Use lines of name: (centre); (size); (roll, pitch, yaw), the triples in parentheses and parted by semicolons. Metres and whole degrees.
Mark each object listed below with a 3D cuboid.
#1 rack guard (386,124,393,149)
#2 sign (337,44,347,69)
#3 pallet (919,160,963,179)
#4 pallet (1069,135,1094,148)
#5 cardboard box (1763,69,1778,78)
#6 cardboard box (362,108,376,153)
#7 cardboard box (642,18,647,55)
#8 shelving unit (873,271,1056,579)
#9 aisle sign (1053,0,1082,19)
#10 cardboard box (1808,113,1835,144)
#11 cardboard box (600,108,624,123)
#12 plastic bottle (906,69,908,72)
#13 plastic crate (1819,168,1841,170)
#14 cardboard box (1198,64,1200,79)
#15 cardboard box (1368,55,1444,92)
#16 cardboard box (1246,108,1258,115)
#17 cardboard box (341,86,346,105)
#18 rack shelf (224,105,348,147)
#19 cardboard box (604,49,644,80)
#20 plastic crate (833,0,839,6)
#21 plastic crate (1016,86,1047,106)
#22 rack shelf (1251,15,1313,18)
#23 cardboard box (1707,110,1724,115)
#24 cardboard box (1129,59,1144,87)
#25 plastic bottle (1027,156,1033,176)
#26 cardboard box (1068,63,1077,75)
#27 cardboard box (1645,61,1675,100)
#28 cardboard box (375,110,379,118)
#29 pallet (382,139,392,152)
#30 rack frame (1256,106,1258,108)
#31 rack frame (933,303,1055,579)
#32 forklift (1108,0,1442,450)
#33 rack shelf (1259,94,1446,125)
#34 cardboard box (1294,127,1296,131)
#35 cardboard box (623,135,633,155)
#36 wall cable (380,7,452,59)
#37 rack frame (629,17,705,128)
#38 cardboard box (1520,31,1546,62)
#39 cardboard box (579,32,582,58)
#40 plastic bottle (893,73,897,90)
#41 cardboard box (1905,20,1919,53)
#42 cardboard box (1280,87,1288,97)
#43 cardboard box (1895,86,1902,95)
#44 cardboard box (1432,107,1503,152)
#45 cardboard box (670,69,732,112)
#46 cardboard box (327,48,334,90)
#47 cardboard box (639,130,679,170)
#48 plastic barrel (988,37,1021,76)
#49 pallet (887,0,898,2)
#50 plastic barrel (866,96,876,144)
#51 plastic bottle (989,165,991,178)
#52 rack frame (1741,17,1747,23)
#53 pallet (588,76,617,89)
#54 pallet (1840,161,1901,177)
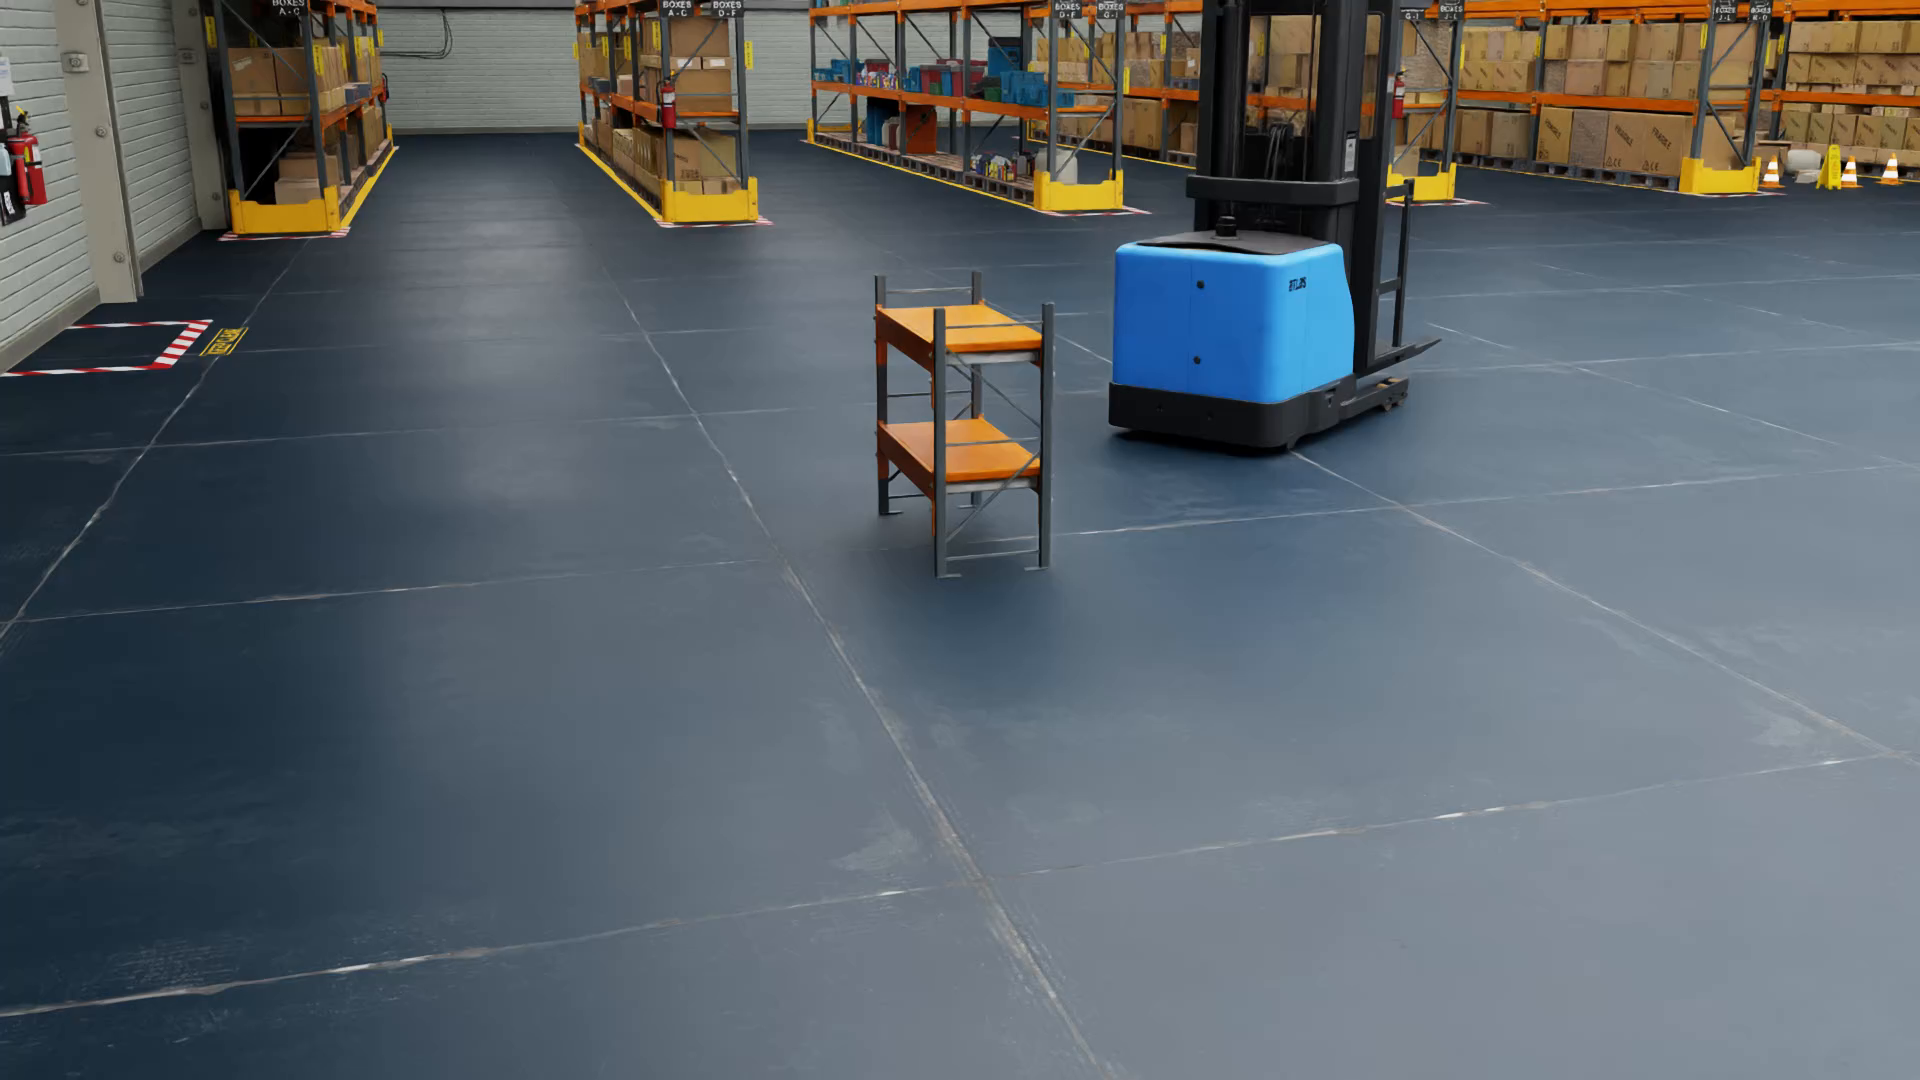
rack guard: (-12.290, -8.288, 34.173); (1.175, 0.500, 0.348); (-5, 17, -15)
sign: (-8.466, -6.619, 22.767); (0.100, 0.325, 0.005); (-5, 17, -15)
pallet: (-0.052, -6.159, 27.589); (1.003, 0.211, 1.213); (-5, 17, -15)
pallet: (2.970, -8.428, 35.141); (1.003, 0.211, 1.213); (-5, 17, -15)
cardboard box: (14.423, -8.319, 29.638); (0.380, 0.149, 0.250); (-4, 17, -14)
cardboard box: (-10.634, -7.128, 28.975); (0.750, 0.750, 0.750); (-4, 17, -14)
cardboard box: (-4.096, -7.099, 23.441); (0.700, 0.500, 0.500); (-5, 17, -15)
shelving unit: (-0.002, -0.541, 7.296); (0.538, 1.125, 1.048); (-5, 17, -15)
aisle sign: (1.373, -7.037, 21.147); (0.394, 0.787, 0.004); (-5, 17, -15)
cardboard box: (14.891, -7.029, 28.384); (0.500, 0.500, 0.500); (-4, 17, -13)
cardboard box: (-6.249, -7.707, 30.174); (0.500, 0.250, 0.500); (-5, 17, -15)
plastic bottle: (-1.041, -8.852, 31.792); (0.144, 0.351, 0.185); (-5, 17, -15)
plastic crate: (14.473, -6.220, 28.019); (0.402, 0.080, 0.583); (-12, 20, -34)
cardboard box: (4.442, -8.088, 28.693); (0.500, 0.250, 0.500); (-5, 17, -17)
cardboard box: (6.276, -6.572, 23.426); (0.875, 0.500, 0.500); (-5, 17, -15)
cardboard box: (6.756, -9.820, 38.120); (0.380, 0.149, 0.250); (-5, 17, -15)
cardboard box: (-8.564, -5.990, 22.404); (0.500, 0.250, 0.500); (-5, 17, -15)
rack shelf: (-8.436, -5.261, 21.003); (1.077, 0.370, 4.000); (-5, 17, -15)
cardboard box: (-5.605, -8.072, 28.208); (0.700, 0.500, 0.500); (-12, 20, -34)
plastic crate: (-2.374, -10.787, 33.393); (0.293, 0.136, 0.466); (-5, 17, -15)
plastic crate: (1.041, -6.059, 22.669); (0.499, 0.251, 0.408); (-5, 17, -15)
rack shelf: (7.350, -11.556, 36.745); (1.077, 0.370, 4.000); (-5, 17, -15)
cardboard box: (17.320, -9.576, 37.732); (0.500, 0.500, 0.500); (-4, 17, -13)
cardboard box: (3.551, -8.887, 31.649); (0.500, 0.500, 0.500); (-5, 18, -17)
plastic bottle: (1.044, -5.539, 24.635); (0.061, 0.283, 0.133); (-5, 17, -15)
cardboard box: (2.585, -9.862, 34.812); (0.500, 0.250, 0.500); (-4, 17, -14)
cardboard box: (10.880, -6.913, 24.991); (0.875, 0.550, 0.550); (-5, 17, -15)
cardboard box: (-11.354, -8.155, 31.874); (0.380, 0.149, 0.250); (-5, 17, -17)
pallet: (-11.989, -7.928, 33.477); (1.003, 0.211, 1.213); (-5, 17, -15)
rack frame: (6.801, -11.017, 38.915); (1.000, 3.000, 0.127); (-5, 17, -15)
rack frame: (0.138, -0.400, 6.828); (0.500, 1.125, 0.032); (-5, 17, -15)
forklift: (2.100, -2.256, 9.866); (1.130, 2.935, 3.031); (12, 20, 34)
rack shelf: (5.851, -6.436, 24.914); (1.077, 0.370, 4.000); (-5, 17, -15)
cardboard box: (7.474, -8.907, 36.114); (0.380, 0.149, 0.250); (-4, 17, -14)
cardboard box: (-4.895, -6.075, 25.538); (0.500, 0.311, 0.500); (-5, 17, -15)
wall cable: (-13.495, -12.457, 38.678); (3.097, 2.526, 0.112); (-5, 17, -15)
rack frame: (-4.224, -6.552, 24.049); (1.000, 3.000, 0.127); (-5, 17, -15)
cardboard box: (9.956, -8.362, 28.162); (0.700, 0.500, 0.500); (-5, 17, -16)
cardboard box: (-7.503, -10.110, 33.983); (0.500, 0.500, 0.500); (-5, 17, -15)
plastic bottle: (-1.144, -8.135, 29.522); (0.061, 0.283, 0.133); (-5, 17, -15)
cardboard box: (15.447, -7.945, 26.257); (0.700, 0.500, 0.500); (-5, 17, -15)
cardboard box: (5.223, -6.993, 25.955); (0.380, 0.149, 0.250); (-5, 17, -15)
cardboard box: (15.360, -7.262, 26.849); (0.380, 0.149, 0.250); (-4, 17, -14)
cardboard box: (9.324, -7.511, 30.423); (1.050, 0.750, 0.750); (-4, 17, -14)
cardboard box: (-3.241, -5.623, 20.784); (0.700, 0.500, 0.500); (-5, 17, -15)
cardboard box: (-7.991, -5.786, 20.423); (0.500, 0.500, 0.500); (-5, 18, -17)
cardboard box: (-4.123, -5.365, 22.846); (0.500, 0.500, 0.500); (-5, 17, -15)
plastic barrel: (0.725, -7.313, 25.712); (0.600, 0.901, 0.708); (-5, 17, -15)
pallet: (-0.676, -9.614, 29.358); (1.003, 0.211, 1.213); (-5, 17, -15)
plastic barrel: (-1.526, -8.199, 32.452); (0.600, 0.901, 0.708); (-5, 17, -15)
plastic bottle: (0.470, -5.424, 24.395); (0.097, 0.201, 0.097); (0, 17, 0)
rack frame: (17.403, -10.724, 37.938); (1.000, 3.000, 0.127); (-5, 17, -15)
pallet: (-6.308, -8.443, 30.679); (1.003, 0.211, 1.213); (-5, 17, -15)
pallet: (15.388, -6.261, 27.927); (1.003, 0.211, 1.213); (-5, 17, -15)
